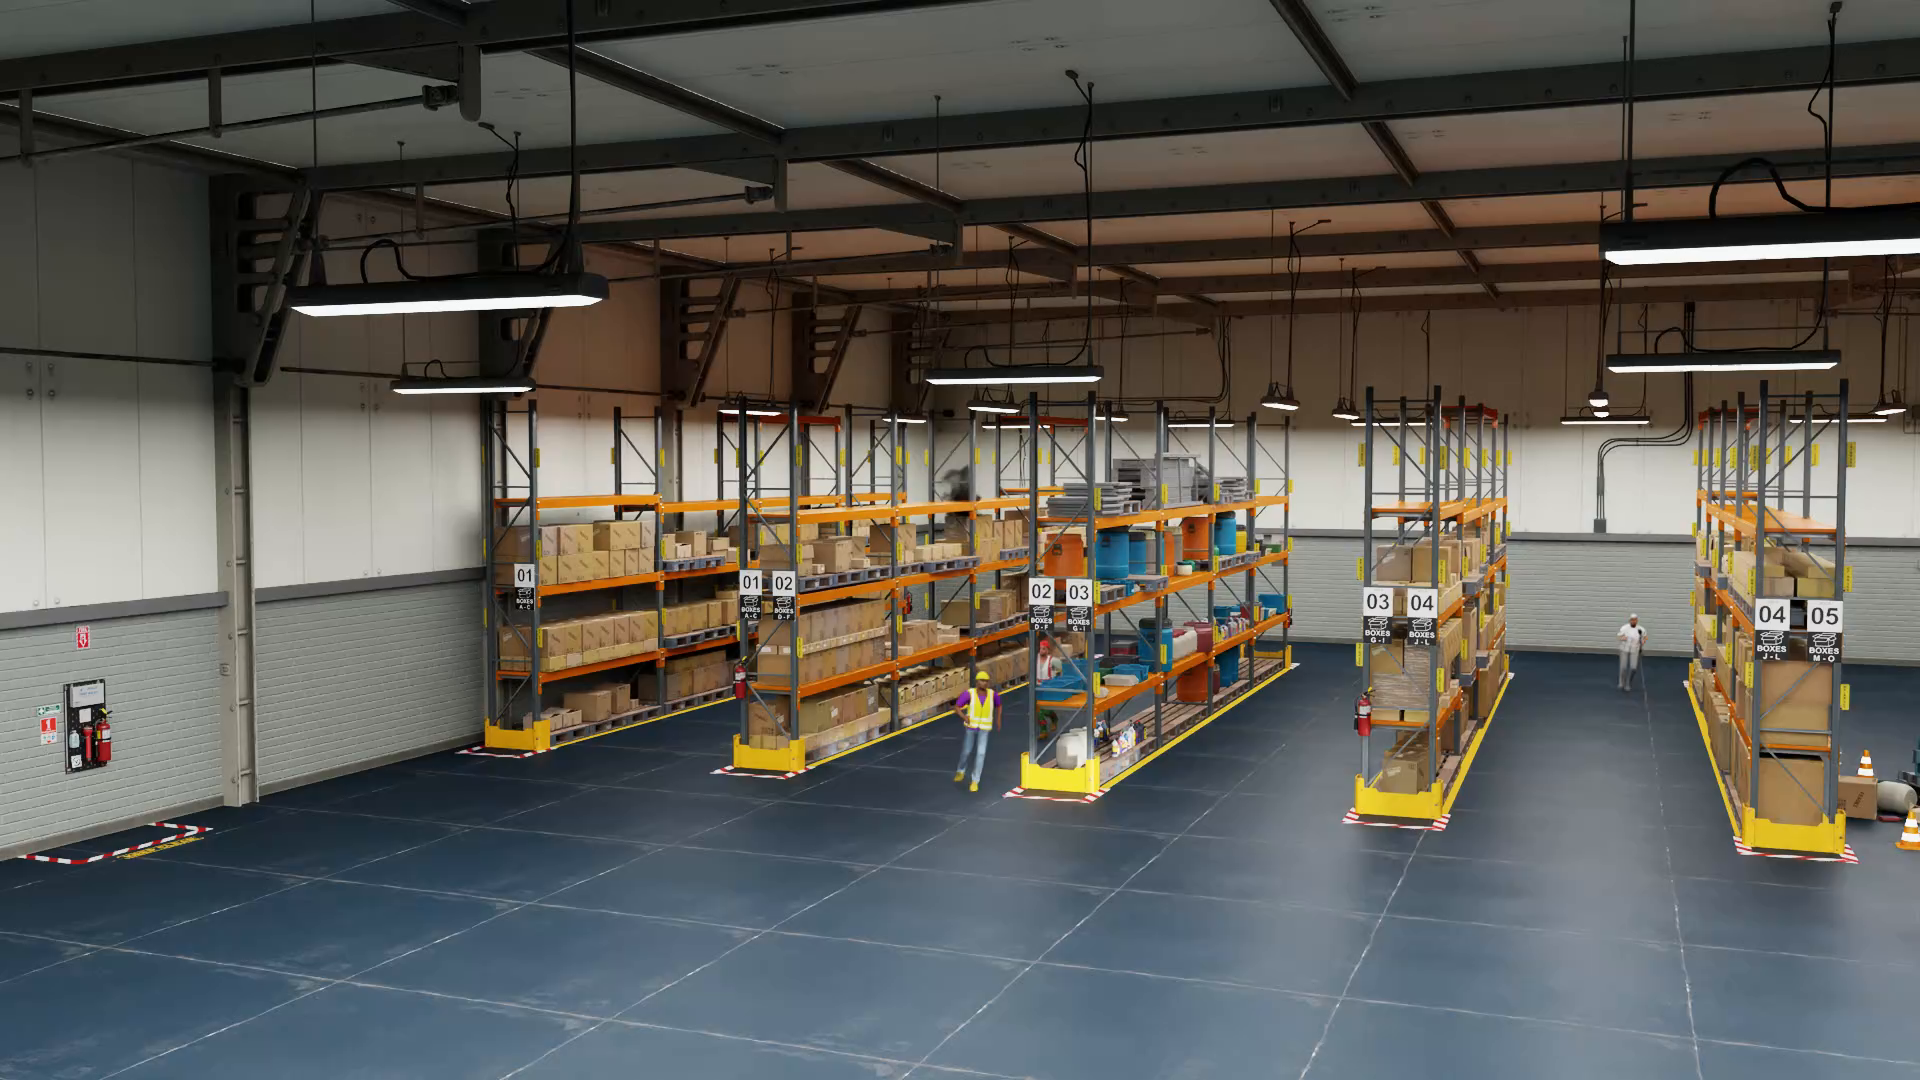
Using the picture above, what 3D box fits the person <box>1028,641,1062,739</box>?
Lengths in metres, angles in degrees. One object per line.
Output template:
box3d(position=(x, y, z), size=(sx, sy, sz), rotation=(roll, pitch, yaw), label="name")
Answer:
box3d(position=(1.531, 2.668, 29.714), size=(0.692, 1.742, 0.623), rotation=(1, 3, 24), label="person")

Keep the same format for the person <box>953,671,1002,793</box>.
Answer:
box3d(position=(0.281, 2.883, 25.239), size=(0.757, 1.780, 0.851), rotation=(0, 3, -4), label="person")

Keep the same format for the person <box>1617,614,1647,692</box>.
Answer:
box3d(position=(14.416, 2.436, 35.697), size=(0.605, 1.700, 0.688), rotation=(1, 3, 23), label="person")
